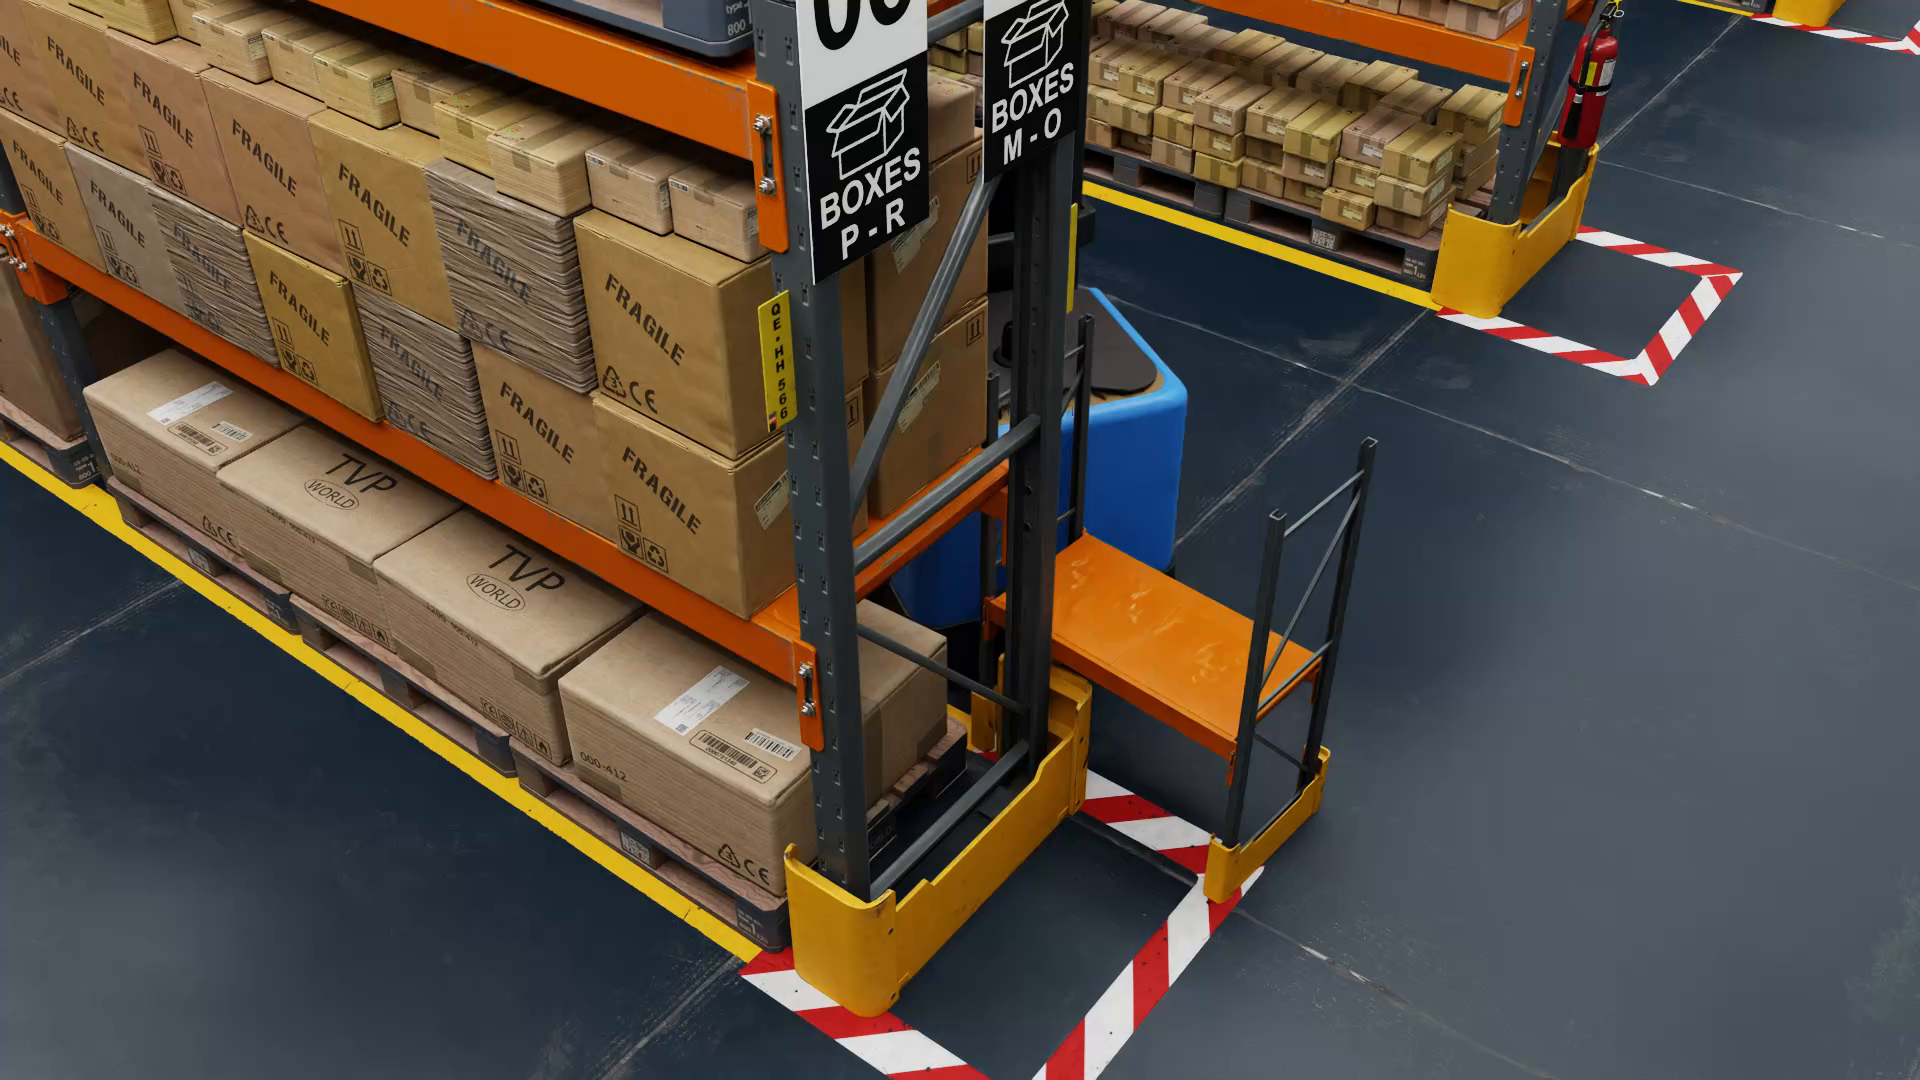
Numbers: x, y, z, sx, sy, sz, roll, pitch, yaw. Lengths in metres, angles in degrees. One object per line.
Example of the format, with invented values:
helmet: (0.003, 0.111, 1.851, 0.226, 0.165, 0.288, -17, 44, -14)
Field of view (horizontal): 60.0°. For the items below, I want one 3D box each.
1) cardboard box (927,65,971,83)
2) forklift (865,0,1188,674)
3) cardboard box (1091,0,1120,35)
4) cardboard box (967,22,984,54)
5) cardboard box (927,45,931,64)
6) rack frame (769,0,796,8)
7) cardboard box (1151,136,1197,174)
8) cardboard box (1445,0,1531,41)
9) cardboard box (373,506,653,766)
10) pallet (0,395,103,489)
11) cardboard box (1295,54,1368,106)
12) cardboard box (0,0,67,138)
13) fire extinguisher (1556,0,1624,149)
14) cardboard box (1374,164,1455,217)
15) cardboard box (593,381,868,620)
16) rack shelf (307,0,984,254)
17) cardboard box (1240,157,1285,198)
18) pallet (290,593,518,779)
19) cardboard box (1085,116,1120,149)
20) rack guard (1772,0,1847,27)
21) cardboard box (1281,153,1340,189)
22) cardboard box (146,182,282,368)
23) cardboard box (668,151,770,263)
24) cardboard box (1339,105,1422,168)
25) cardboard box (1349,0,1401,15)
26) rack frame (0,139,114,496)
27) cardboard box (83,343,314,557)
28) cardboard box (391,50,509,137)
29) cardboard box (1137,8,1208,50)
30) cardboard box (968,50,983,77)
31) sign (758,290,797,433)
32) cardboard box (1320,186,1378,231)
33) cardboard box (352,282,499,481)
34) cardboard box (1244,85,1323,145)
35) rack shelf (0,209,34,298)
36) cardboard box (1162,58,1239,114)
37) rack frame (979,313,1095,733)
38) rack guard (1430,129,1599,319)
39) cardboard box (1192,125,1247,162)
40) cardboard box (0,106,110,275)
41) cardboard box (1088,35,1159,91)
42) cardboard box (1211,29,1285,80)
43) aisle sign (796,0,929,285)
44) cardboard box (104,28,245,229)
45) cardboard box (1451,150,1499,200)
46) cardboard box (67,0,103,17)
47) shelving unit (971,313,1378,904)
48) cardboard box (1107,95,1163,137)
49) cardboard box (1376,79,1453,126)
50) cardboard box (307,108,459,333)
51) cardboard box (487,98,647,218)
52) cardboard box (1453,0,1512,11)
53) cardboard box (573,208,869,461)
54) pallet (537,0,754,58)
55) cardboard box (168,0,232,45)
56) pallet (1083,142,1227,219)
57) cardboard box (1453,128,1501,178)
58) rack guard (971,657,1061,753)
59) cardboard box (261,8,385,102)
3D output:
cardboard box: (-0.005, -2.714, 9.755, 0.250, 0.149, 0.380, 27, 45, 30)
forklift: (-0.196, -1.564, 6.370, 1.130, 2.935, 3.031, -13, 40, -16)
cardboard box: (0.719, -3.034, 9.682, 0.250, 0.149, 0.380, 27, 45, 30)
cardboard box: (0.251, -2.908, 9.521, 0.250, 0.149, 0.380, 25, 44, 28)
cardboard box: (-0.217, -2.932, 9.792, 0.250, 0.149, 0.380, 27, 46, 30)
rack frame: (-0.060, -2.467, 2.601, 0.127, 3.000, 1.000, 25, 45, 29)
cardboard box: (1.249, -2.155, 9.042, 0.250, 0.149, 0.380, 26, 45, 29)
cardboard box: (2.436, -2.451, 7.651, 0.250, 0.149, 0.380, 25, 45, 29)
cardboard box: (-1.377, 0.202, 5.797, 0.875, 0.438, 0.875, 27, 45, 30)
pallet: (-3.896, -0.757, 7.546, 1.213, 0.211, 1.003, 25, 45, 29)
cardboard box: (1.996, -2.460, 8.948, 0.250, 0.149, 0.380, 23, 44, 27)
cardboard box: (-3.006, -1.739, 5.646, 0.500, 0.500, 0.500, 26, 45, 29)
fire extinguisher: (2.787, -2.069, 7.324, 0.183, 0.674, 0.296, 25, 45, 29)
cardboard box: (2.275, -1.784, 8.326, 0.250, 0.149, 0.380, 24, 44, 27)
cardboard box: (-0.604, -0.195, 4.485, 0.500, 0.500, 0.500, 26, 45, 29)
rack shelf: (-1.648, -1.752, 4.704, 4.000, 0.370, 1.077, 25, 45, 29)
cardboard box: (1.695, -1.978, 8.815, 0.250, 0.149, 0.380, 26, 45, 29)
pallet: (-1.707, 0.275, 6.228, 1.213, 0.211, 1.003, 25, 45, 29)
cardboard box: (0.839, -2.348, 9.287, 0.250, 0.149, 0.380, 24, 44, 27)
rack guard: (5.980, -3.964, 11.408, 0.348, 0.500, 1.175, 25, 45, 29)
cardboard box: (1.861, -1.978, 8.574, 0.250, 0.149, 0.380, 23, 44, 27)
cardboard box: (-2.235, -0.958, 5.460, 0.500, 0.500, 0.500, 26, 45, 29)
cardboard box: (-0.467, -0.830, 3.958, 0.250, 0.149, 0.380, 26, 45, 29)
cardboard box: (2.128, -2.040, 8.412, 0.250, 0.149, 0.380, 26, 45, 29)
cardboard box: (2.053, -2.649, 7.904, 0.250, 0.149, 0.380, 25, 44, 28)
rack frame: (-3.237, -1.603, 6.364, 0.127, 3.000, 1.000, 25, 45, 29)
cardboard box: (-2.804, -0.472, 6.657, 0.875, 0.438, 0.875, 25, 44, 28)
cardboard box: (-1.279, -1.215, 4.451, 0.250, 0.149, 0.380, 25, 44, 28)
cardboard box: (1.211, -2.883, 9.489, 0.250, 0.149, 0.380, 24, 44, 27)
cardboard box: (0.254, -2.808, 9.633, 0.250, 0.149, 0.380, 25, 44, 28)
sign: (-0.401, -0.393, 3.688, 0.005, 0.325, 0.100, 25, 45, 29)
cardboard box: (2.057, -1.751, 8.525, 0.250, 0.149, 0.380, 27, 45, 30)
cardboard box: (-1.408, -0.578, 4.974, 0.500, 0.500, 0.500, 27, 45, 30)
cardboard box: (1.678, -2.203, 8.620, 0.250, 0.149, 0.380, 23, 44, 27)
rack shelf: (-4.826, -2.069, 7.542, 4.000, 0.370, 1.077, 25, 45, 29)
cardboard box: (1.289, -2.429, 8.909, 0.250, 0.149, 0.380, 24, 44, 27)
rack frame: (0.244, -0.003, 5.537, 0.032, 1.500, 0.500, 29, 47, 32)
rack guard: (2.807, -1.611, 8.402, 0.348, 0.500, 1.175, 25, 45, 29)
cardboard box: (1.442, -2.166, 8.814, 0.250, 0.149, 0.380, 26, 45, 29)
cardboard box: (-3.023, -1.338, 5.945, 0.500, 0.500, 0.500, 27, 45, 30)
cardboard box: (0.891, -2.625, 9.159, 0.250, 0.149, 0.380, 23, 44, 27)
cardboard box: (1.600, -2.689, 9.241, 0.250, 0.149, 0.380, 26, 45, 29)
aisle sign: (-0.191, -0.950, 3.421, 0.004, 0.787, 0.394, 25, 45, 29)
cardboard box: (-2.208, -1.349, 5.148, 0.500, 0.500, 0.500, 26, 45, 29)
cardboard box: (2.645, -1.962, 8.795, 0.250, 0.149, 0.380, 26, 45, 29)
cardboard box: (-2.542, -1.760, 5.146, 0.250, 0.149, 0.380, 25, 44, 28)
shelving unit: (0.627, 0.212, 5.262, 1.083, 1.500, 0.587, 29, 47, 32)
cardboard box: (1.014, -2.360, 9.062, 0.250, 0.149, 0.380, 26, 45, 29)
cardboard box: (2.365, -2.250, 8.681, 0.250, 0.149, 0.380, 26, 45, 29)
cardboard box: (-1.411, -0.970, 4.663, 0.500, 0.500, 0.500, 25, 44, 28)
cardboard box: (-0.939, -0.968, 4.135, 0.250, 0.149, 0.380, 25, 44, 28)
cardboard box: (2.354, -2.765, 7.526, 0.500, 0.500, 0.500, 26, 45, 29)
cardboard box: (-0.587, -0.602, 4.193, 0.500, 0.500, 0.500, 27, 45, 30)
pallet: (-0.655, -1.524, 3.902, 1.213, 0.211, 1.003, 25, 45, 29)
cardboard box: (-2.099, -1.592, 4.932, 0.250, 0.149, 0.380, 25, 45, 28)
pallet: (1.218, -2.276, 9.485, 1.213, 0.211, 1.003, 25, 45, 29)
cardboard box: (2.607, -2.048, 8.664, 0.250, 0.149, 0.380, 27, 46, 30)
rack guard: (0.258, 0.498, 5.912, 0.087, 0.250, 0.587, 29, 47, 32)
cardboard box: (-1.711, -1.388, 4.671, 0.250, 0.149, 0.380, 27, 45, 30)
